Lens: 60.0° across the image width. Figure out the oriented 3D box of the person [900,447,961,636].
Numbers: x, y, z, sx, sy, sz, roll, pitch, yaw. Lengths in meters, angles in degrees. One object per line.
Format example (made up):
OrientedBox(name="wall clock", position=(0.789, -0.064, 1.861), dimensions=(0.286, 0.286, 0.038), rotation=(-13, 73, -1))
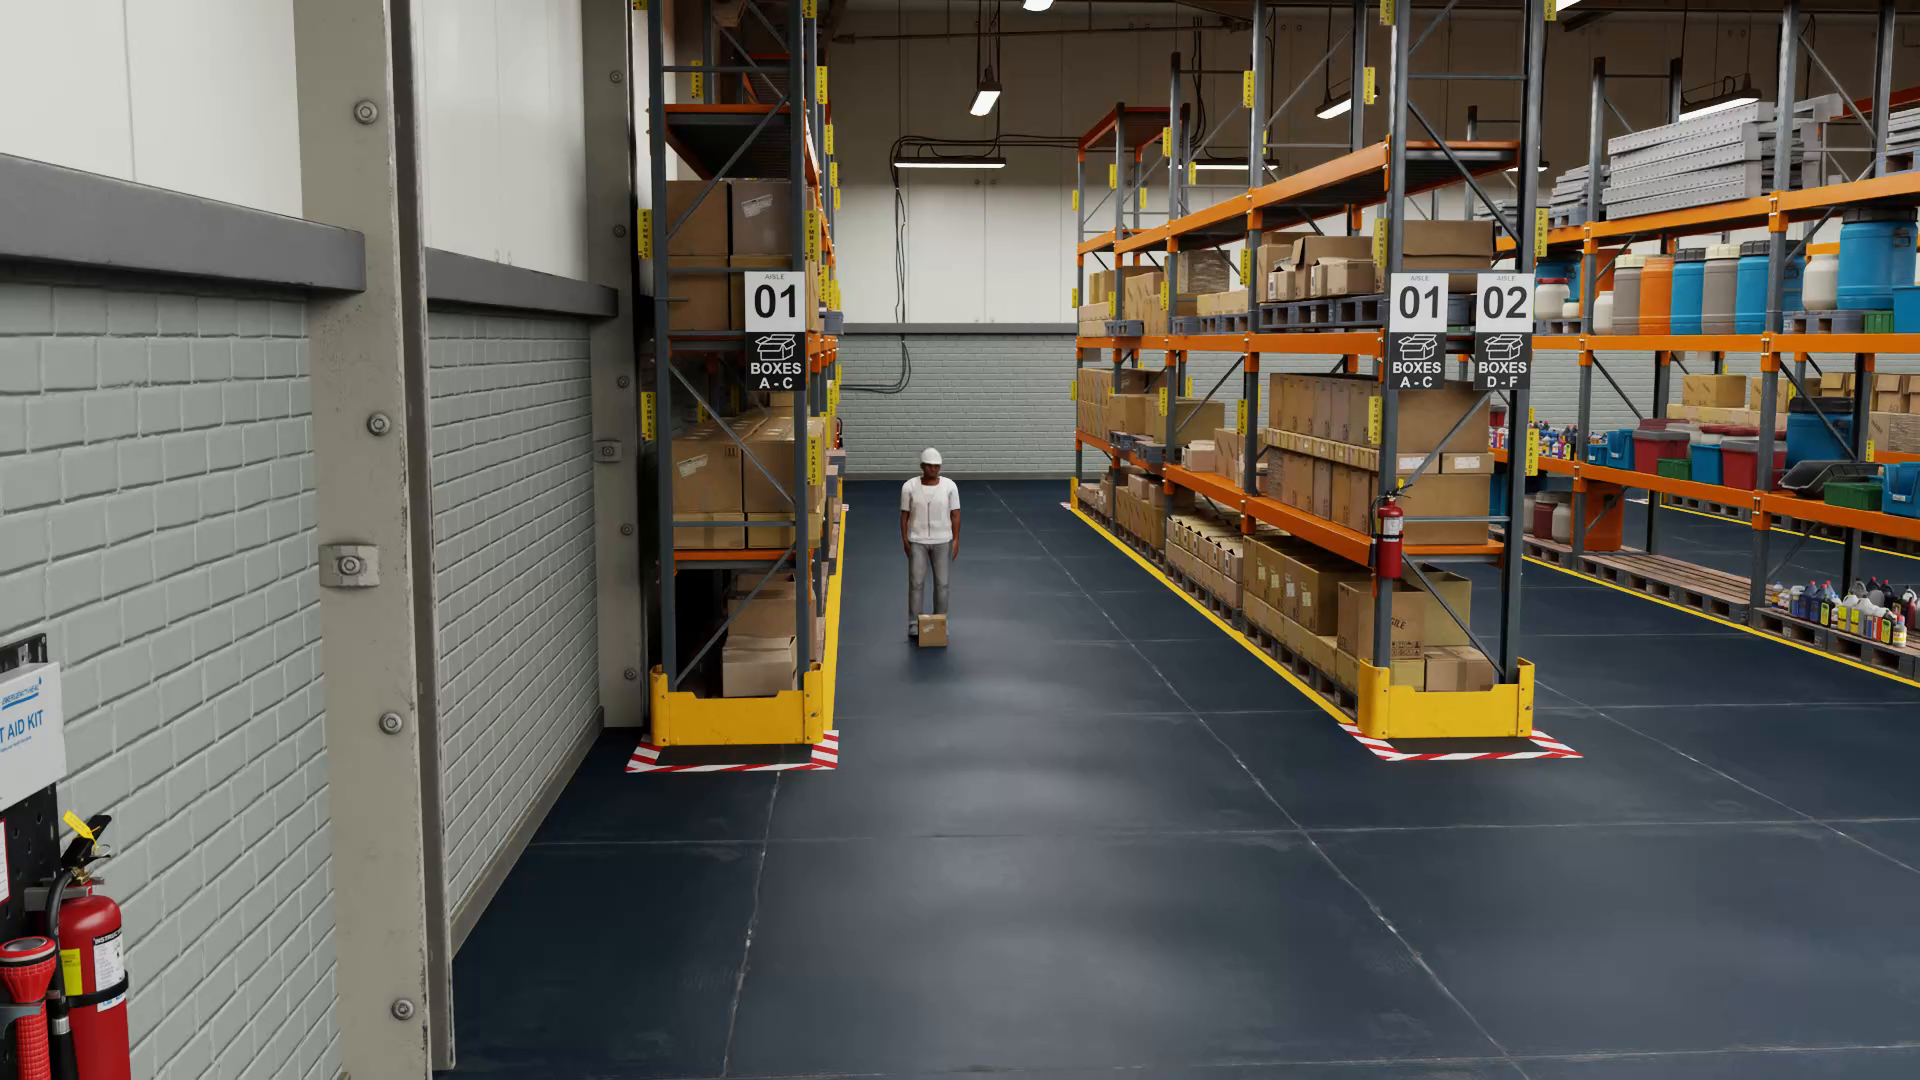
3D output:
OrientedBox(name="person", position=(-0.274, 0.016, 15.521), dimensions=(0.565, 1.763, 0.365), rotation=(0, 7, -2))
